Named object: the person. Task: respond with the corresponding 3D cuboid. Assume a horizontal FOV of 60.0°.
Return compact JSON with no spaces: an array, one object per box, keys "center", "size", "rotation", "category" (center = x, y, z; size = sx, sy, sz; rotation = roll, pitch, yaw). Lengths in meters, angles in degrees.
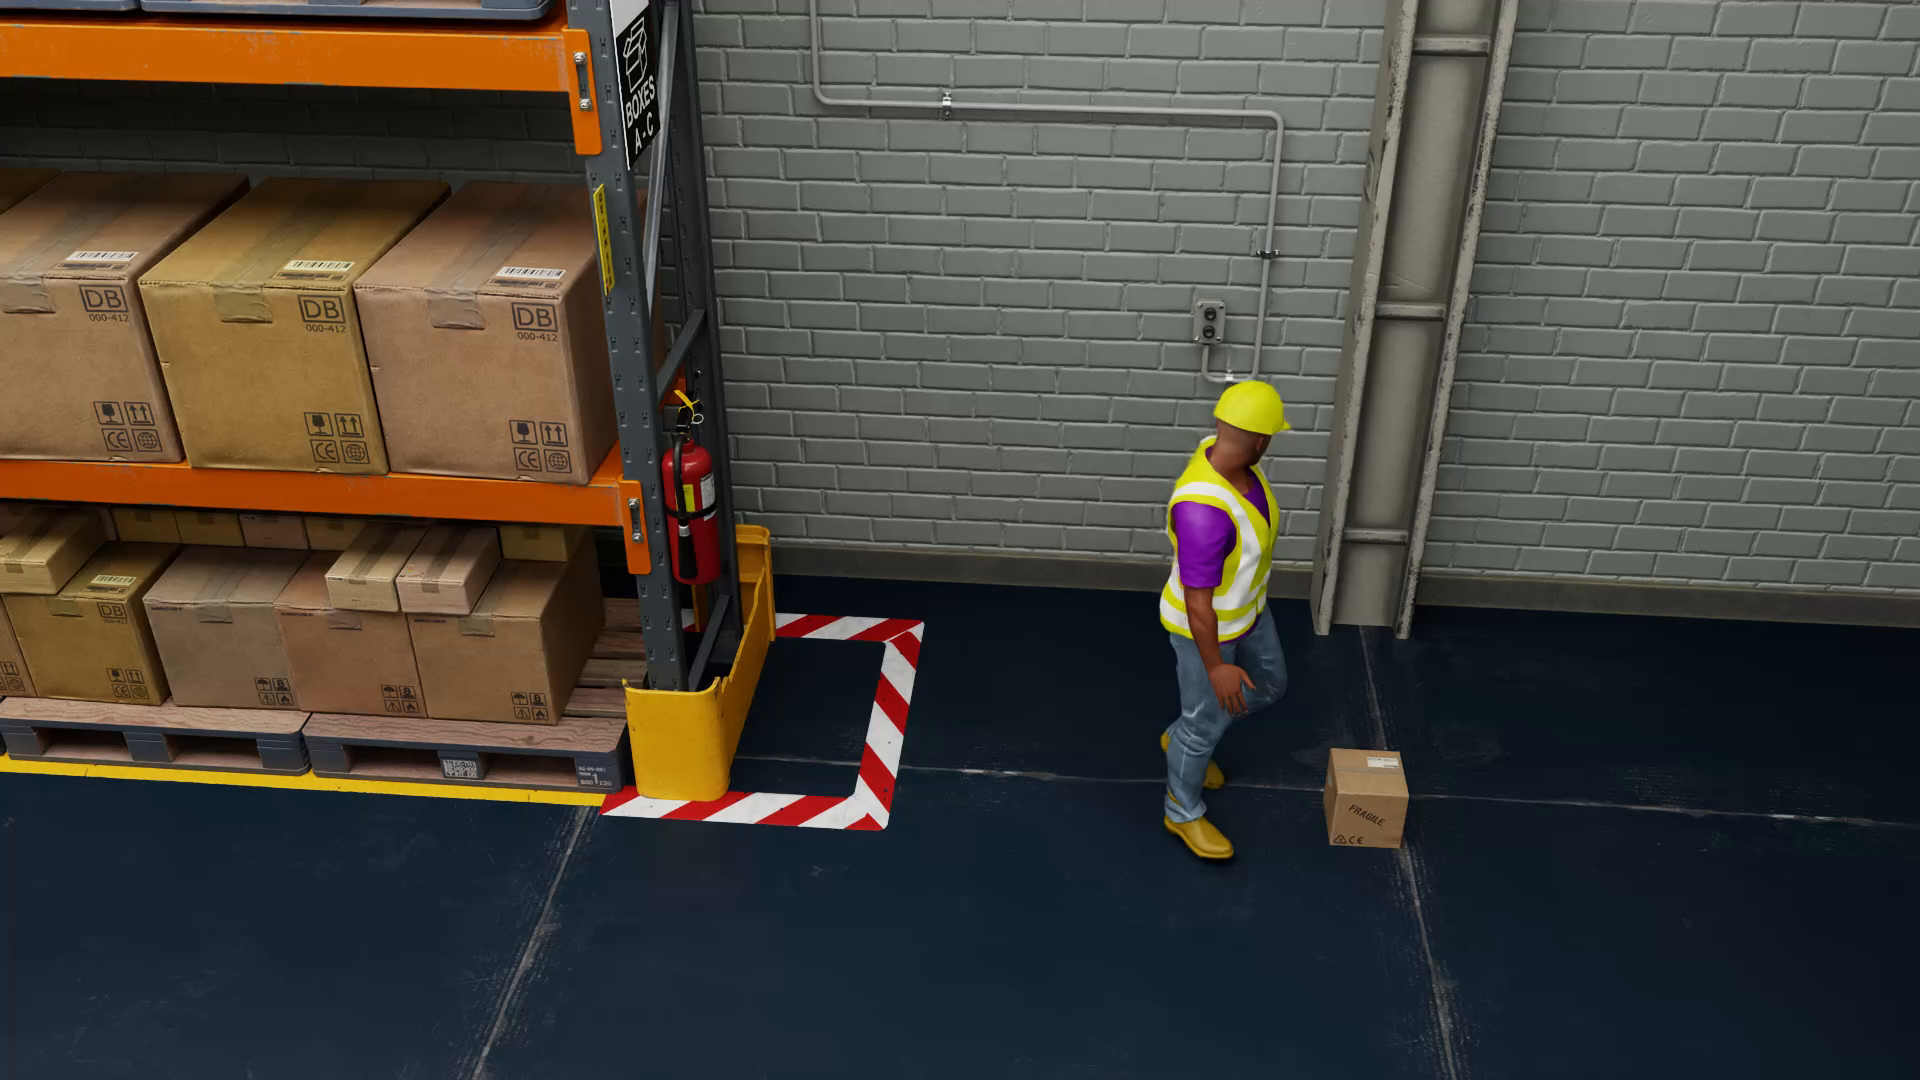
[{"center":[0.876,0.271,5.636],"size":[0.463,1.771,0.633],"rotation":[16,35,25],"category":"person"}]
